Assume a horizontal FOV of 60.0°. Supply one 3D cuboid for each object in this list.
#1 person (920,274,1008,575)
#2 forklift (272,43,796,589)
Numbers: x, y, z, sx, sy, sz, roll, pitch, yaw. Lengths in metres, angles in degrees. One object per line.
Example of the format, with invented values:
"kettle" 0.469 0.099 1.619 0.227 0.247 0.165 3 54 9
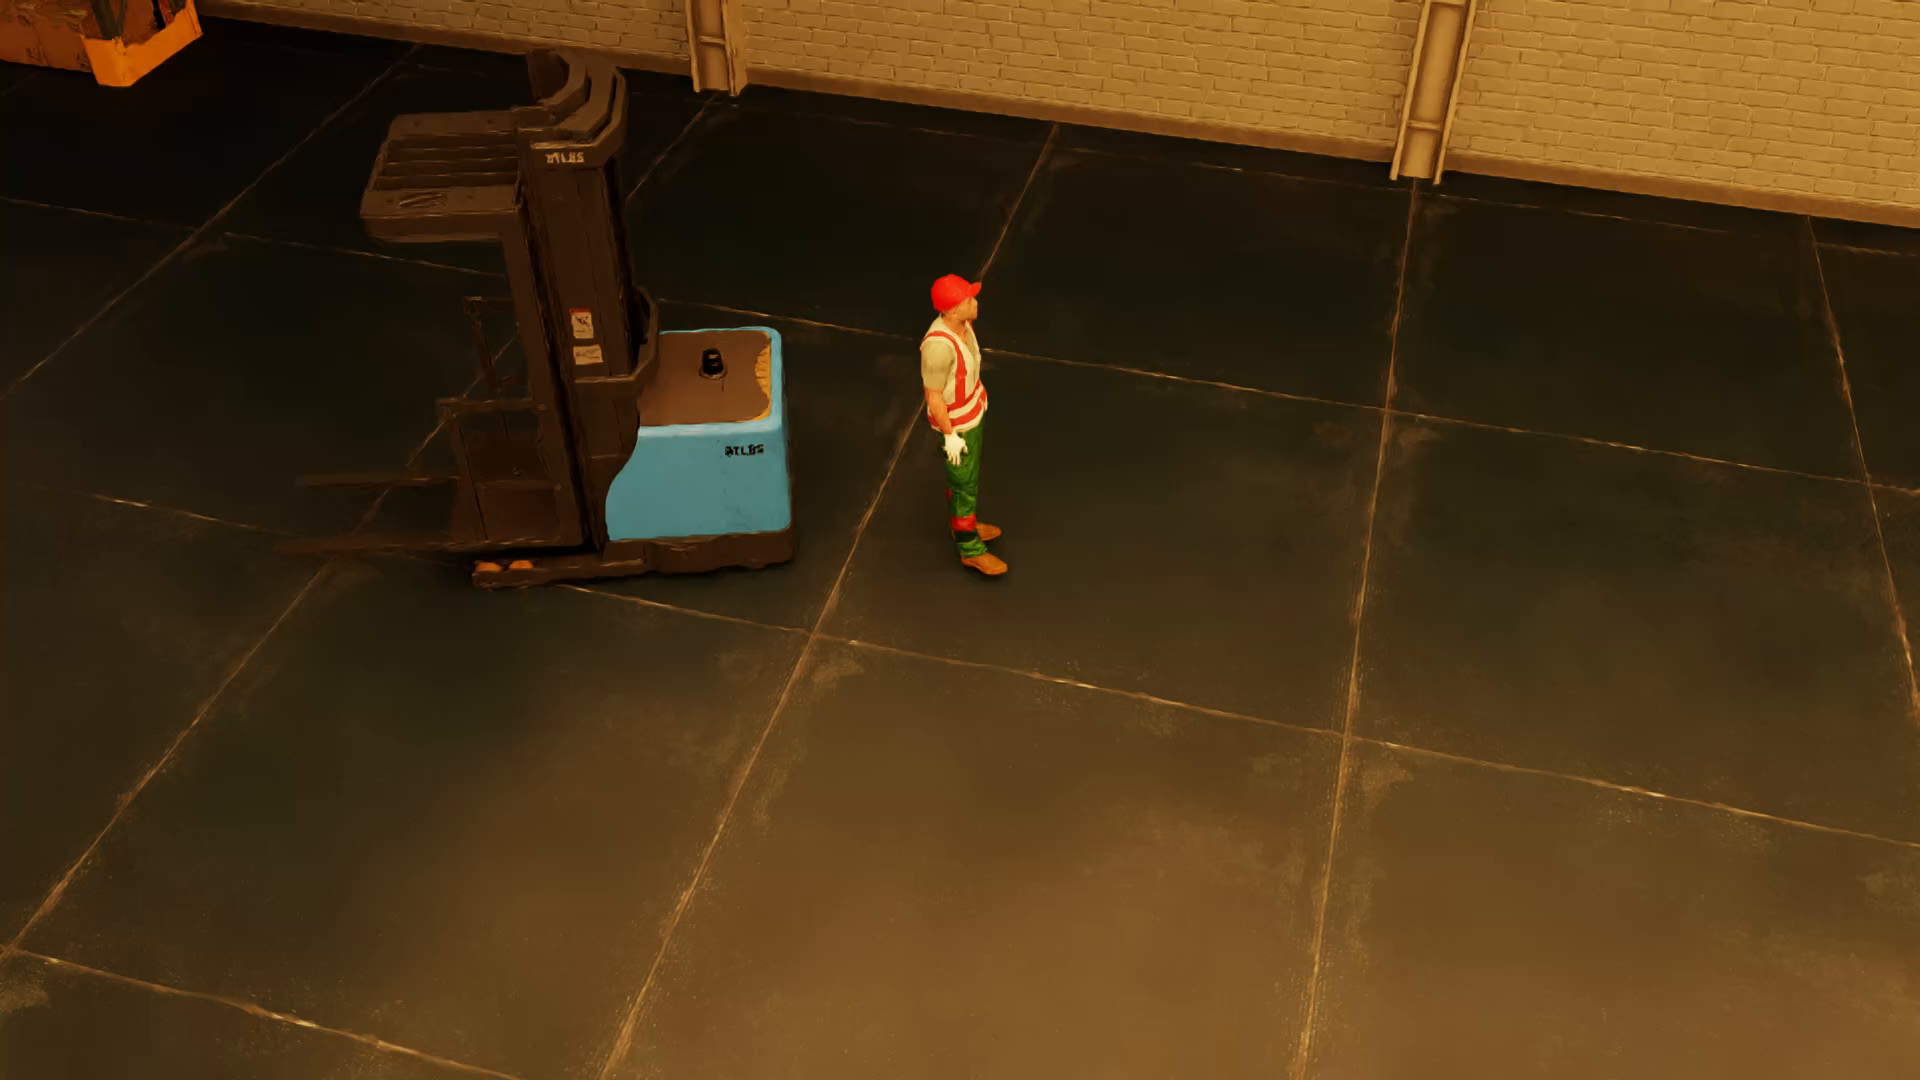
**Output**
"person" 0.075 -0.687 9.441 0.563 1.787 0.637 10 42 11
"forklift" -2.523 -1.177 9.204 3.031 2.935 1.130 -3 41 -4
